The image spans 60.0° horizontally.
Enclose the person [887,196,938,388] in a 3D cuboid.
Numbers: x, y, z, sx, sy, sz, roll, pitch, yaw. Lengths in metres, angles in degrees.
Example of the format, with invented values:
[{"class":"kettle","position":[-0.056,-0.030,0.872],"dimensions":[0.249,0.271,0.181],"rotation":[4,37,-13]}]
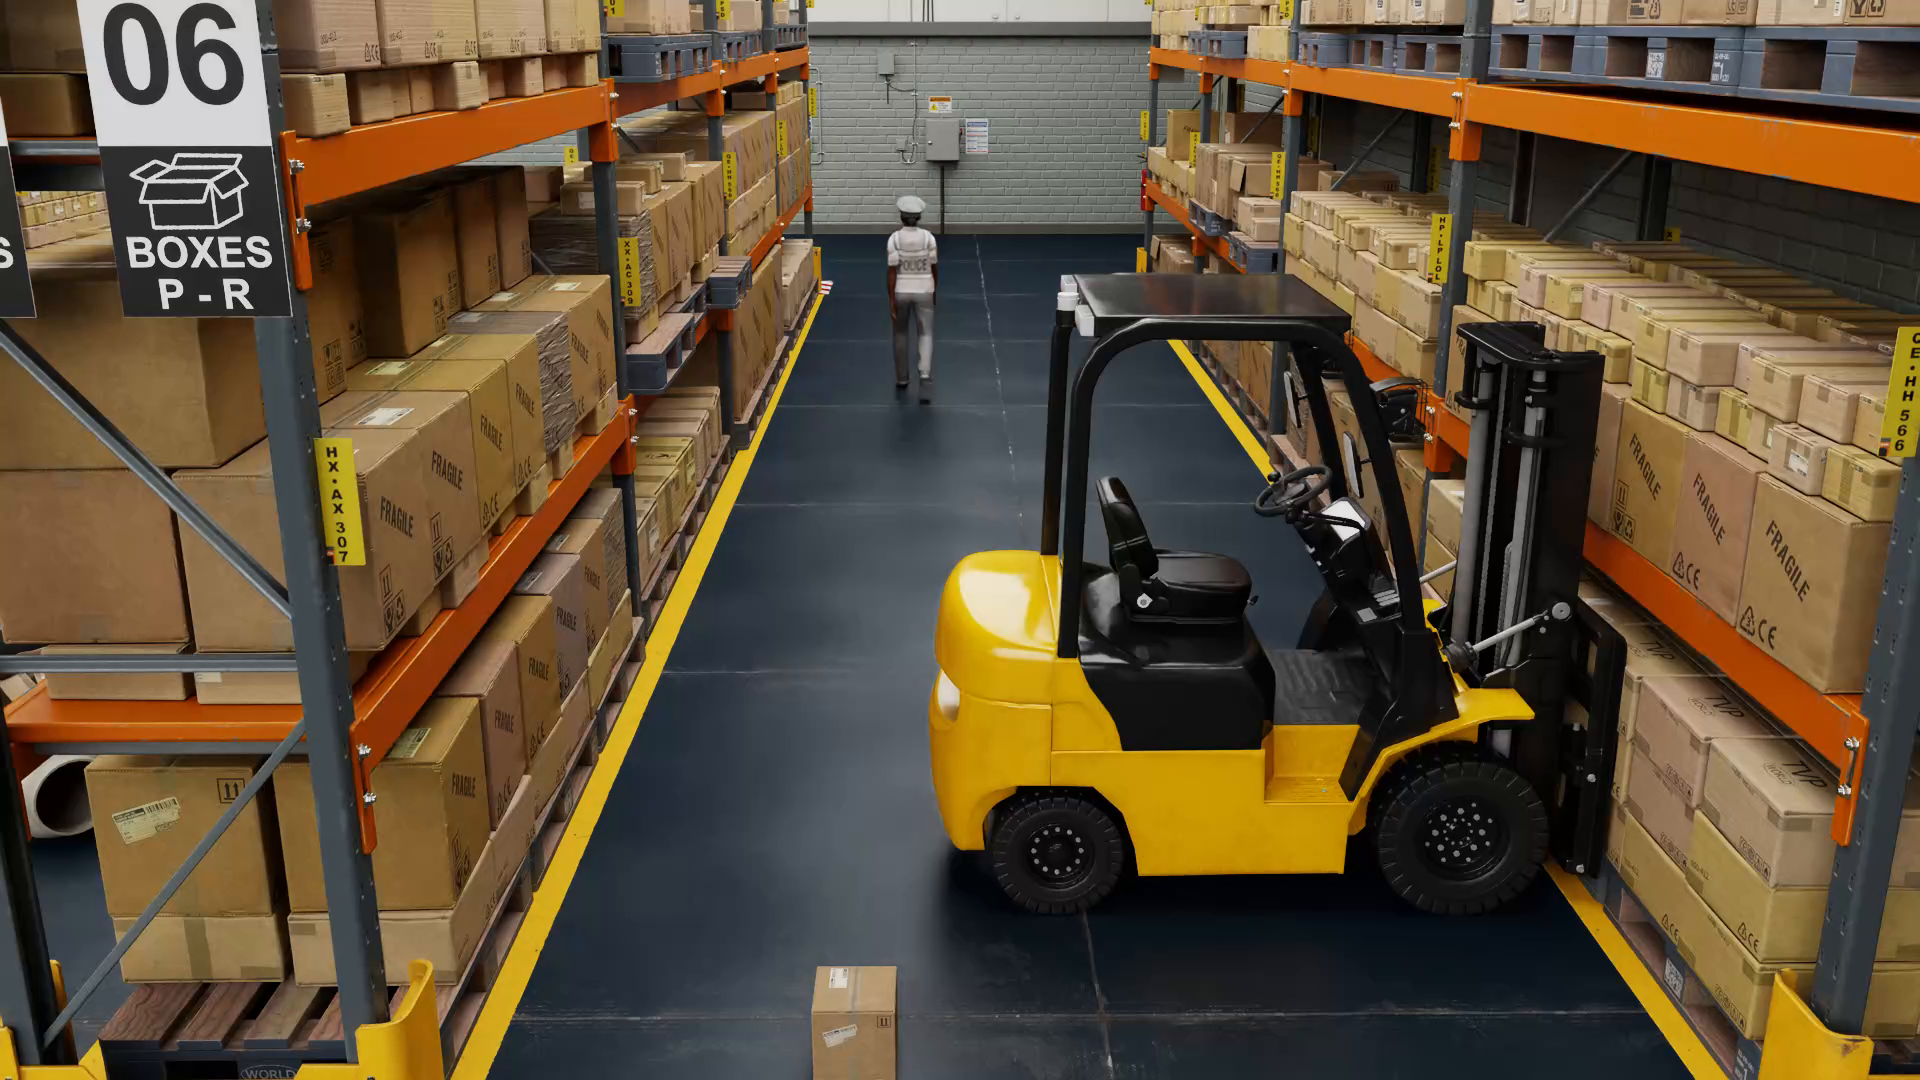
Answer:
[{"class":"person","position":[-0.406,-2.111,14.266],"dimensions":[0.441,1.653,0.891],"rotation":[-1,17,-3]}]
